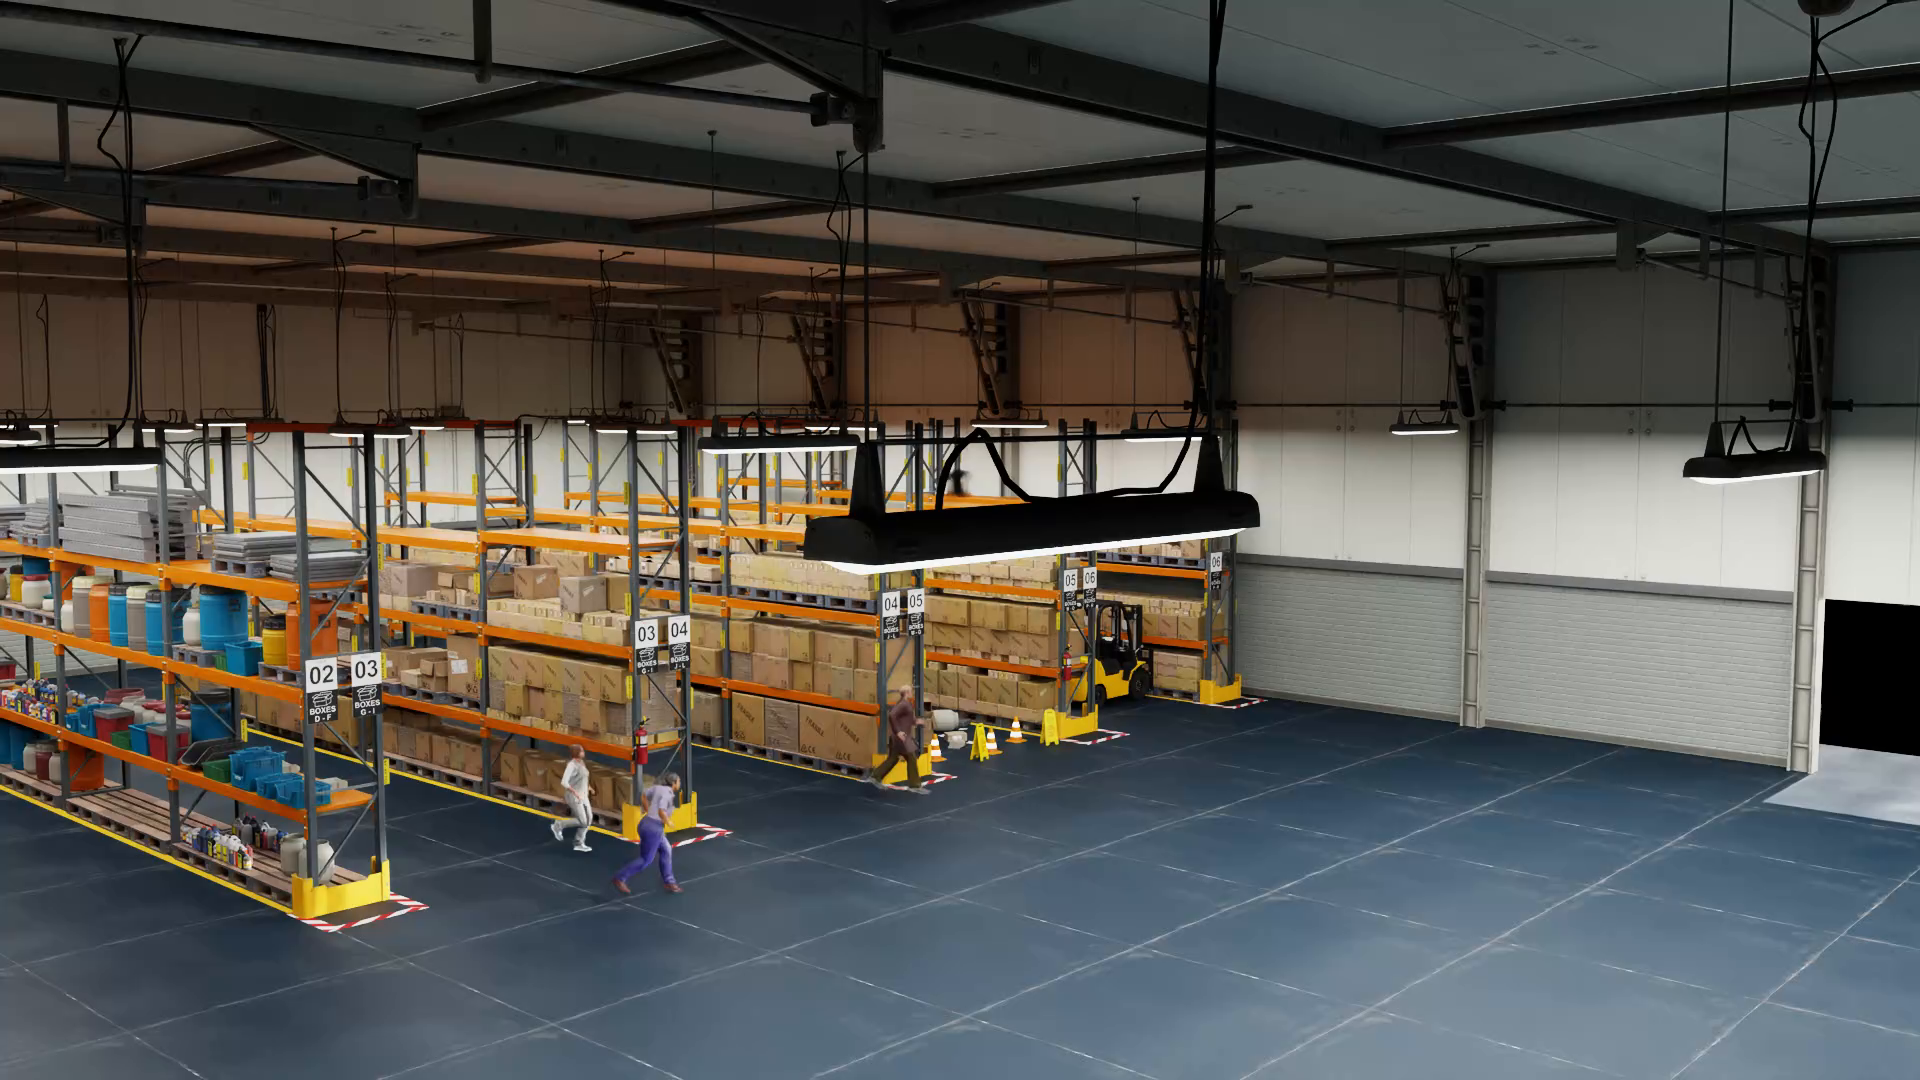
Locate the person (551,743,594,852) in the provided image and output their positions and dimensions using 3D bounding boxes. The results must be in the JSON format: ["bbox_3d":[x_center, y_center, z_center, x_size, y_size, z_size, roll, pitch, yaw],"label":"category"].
[{"bbox_3d":[-5.491,3.640,23.544,0.585,1.548,0.546,1,5,12],"label":"person"}]

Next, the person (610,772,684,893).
[{"bbox_3d":[-4.049,3.822,21.423,0.973,1.611,0.640,-3,5,-31],"label":"person"}]

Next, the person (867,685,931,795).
[{"bbox_3d":[-0.993,3.237,26.946,1.034,1.786,0.667,-1,5,-9],"label":"person"}]
